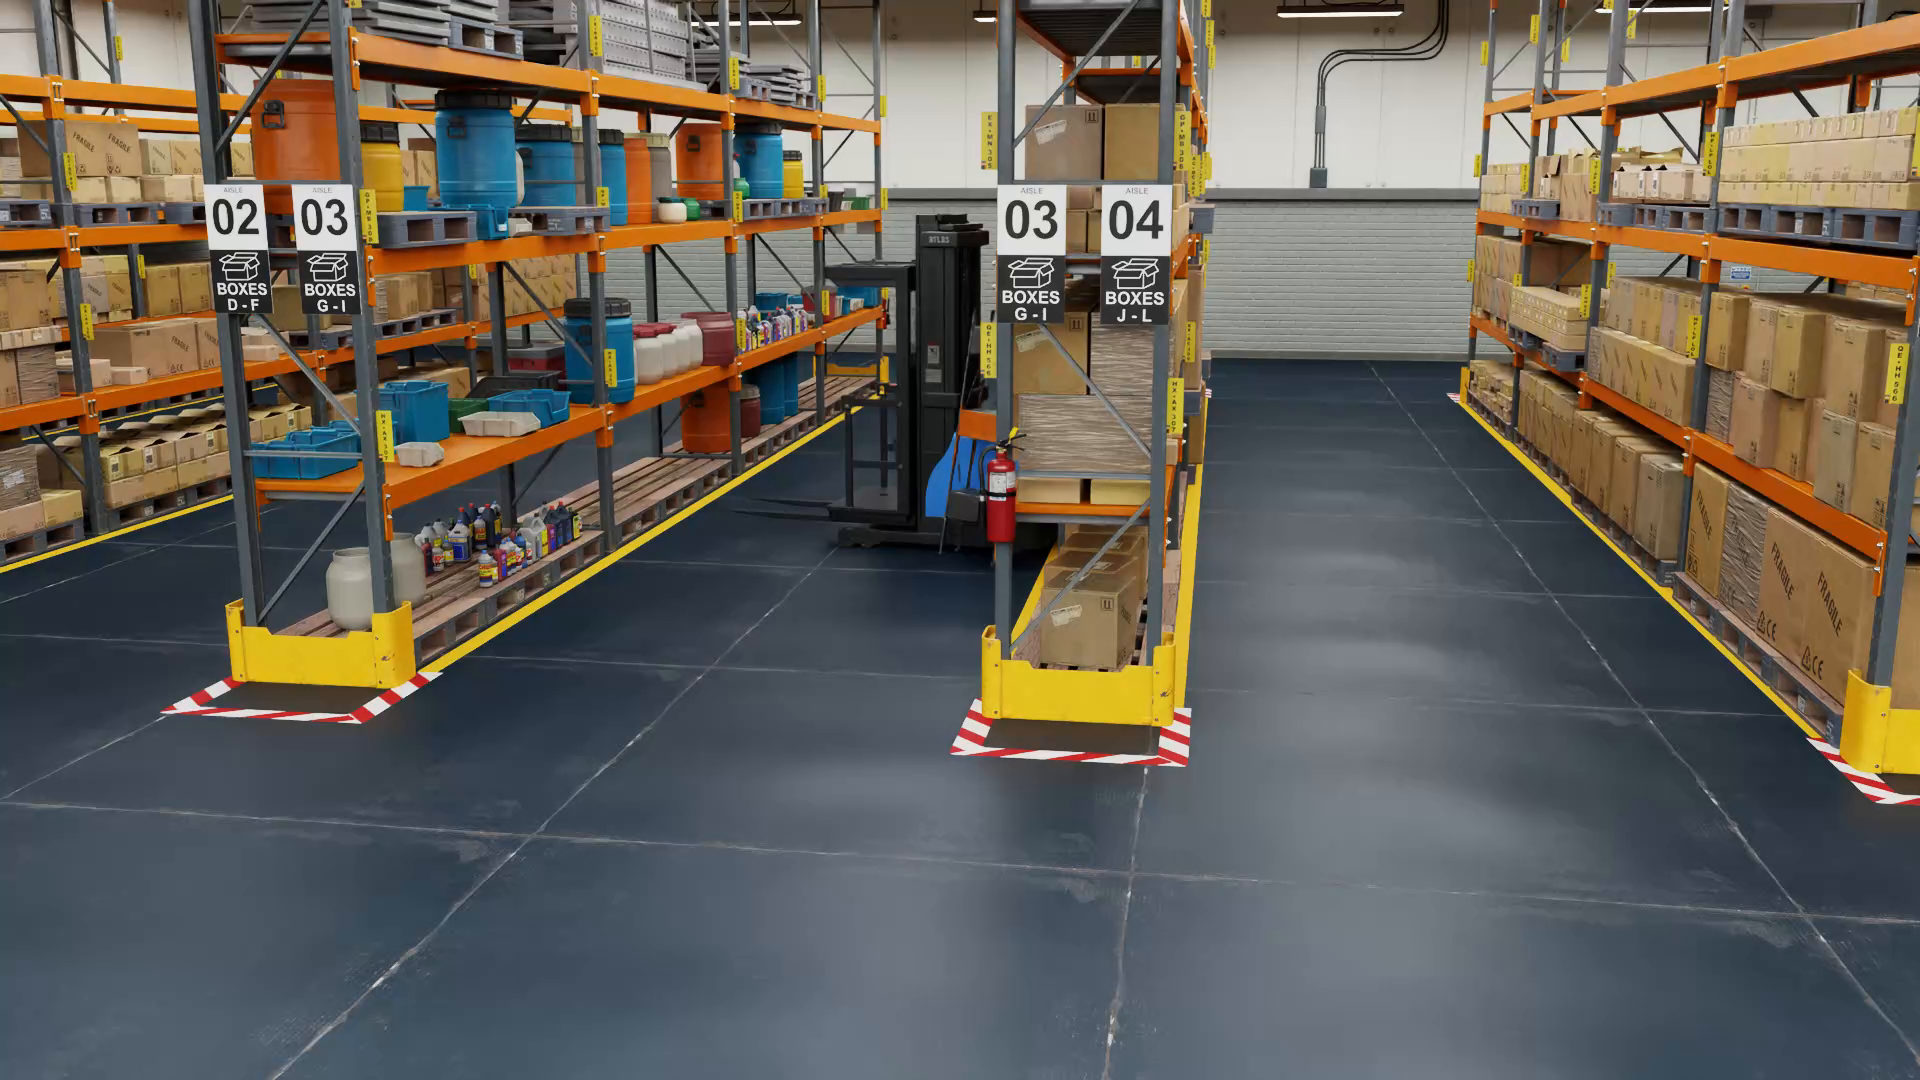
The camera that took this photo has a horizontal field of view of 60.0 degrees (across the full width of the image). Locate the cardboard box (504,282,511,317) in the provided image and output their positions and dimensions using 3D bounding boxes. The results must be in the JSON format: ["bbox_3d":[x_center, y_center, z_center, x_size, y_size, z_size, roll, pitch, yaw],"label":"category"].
[{"bbox_3d":[-6.802,-3.451,23.904,0.500,0.500,0.500,2,12,10],"label":"cardboard box"}]

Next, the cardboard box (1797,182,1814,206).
[{"bbox_3d":[5.554,-2.192,10.541,0.380,0.149,0.250,2,12,9],"label":"cardboard box"}]

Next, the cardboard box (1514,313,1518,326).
[{"bbox_3d":[6.896,-2.652,20.034,0.380,0.149,0.250,2,12,10],"label":"cardboard box"}]

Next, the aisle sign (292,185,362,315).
[{"bbox_3d":[-3.899,-1.785,10.241,0.394,0.787,0.004,2,12,9],"label":"aisle sign"}]

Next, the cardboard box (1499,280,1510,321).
[{"bbox_3d":[7.324,-3.106,21.601,0.500,0.500,0.500,2,12,7],"label":"cardboard box"}]

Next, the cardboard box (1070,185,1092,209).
[{"bbox_3d":[0.607,-2.084,10.090,0.380,0.149,0.250,1,12,7],"label":"cardboard box"}]

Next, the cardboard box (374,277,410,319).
[{"bbox_3d":[-7.436,-3.082,21.197,0.700,0.500,0.500,-1,12,-6],"label":"cardboard box"}]

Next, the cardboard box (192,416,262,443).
[{"bbox_3d":[-7.832,-1.170,17.757,0.500,0.311,0.500,2,12,8],"label":"cardboard box"}]

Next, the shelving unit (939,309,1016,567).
[{"bbox_3d":[0.277,-0.869,14.113,0.503,2.100,0.431,13,11,23],"label":"shelving unit"}]

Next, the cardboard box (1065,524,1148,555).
[{"bbox_3d":[1.150,0.007,13.032,0.500,0.500,0.500,6,14,27],"label":"cardboard box"}]

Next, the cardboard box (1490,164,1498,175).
[{"bbox_3d":[7.579,-5.142,23.092,0.380,0.149,0.250,2,12,9],"label":"cardboard box"}]

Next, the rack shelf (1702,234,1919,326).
[{"bbox_3d":[5.910,-1.727,10.732,1.077,0.370,4.000,2,12,9],"label":"rack shelf"}]

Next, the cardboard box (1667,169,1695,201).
[{"bbox_3d":[6.190,-2.940,13.775,0.500,0.250,0.500,2,12,8],"label":"cardboard box"}]

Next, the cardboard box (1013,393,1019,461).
[{"bbox_3d":[0.787,-0.794,10.870,0.875,0.500,0.500,2,12,9],"label":"cardboard box"}]

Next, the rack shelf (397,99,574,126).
[{"bbox_3d":[-6.918,-6.193,24.344,1.077,0.370,4.000,2,12,9],"label":"rack shelf"}]

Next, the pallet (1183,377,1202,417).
[{"bbox_3d":[1.593,-1.271,14.484,1.003,0.211,1.213,2,12,9],"label":"pallet"}]

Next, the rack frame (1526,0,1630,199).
[{"bbox_3d":[7.448,-5.627,20.000,1.000,3.000,0.127,2,12,9],"label":"rack frame"}]

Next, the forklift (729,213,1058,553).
[{"bbox_3d":[-0.602,-1.469,15.108,3.031,2.935,1.130,3,13,15],"label":"forklift"}]

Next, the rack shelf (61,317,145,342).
[{"bbox_3d":[-12.428,-2.589,21.853,1.077,0.370,4.000,2,12,9],"label":"rack shelf"}]

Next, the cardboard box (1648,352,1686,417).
[{"bbox_3d":[6.111,-1.300,13.926,0.500,0.500,0.500,2,12,8],"label":"cardboard box"}]

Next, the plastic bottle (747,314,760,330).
[{"bbox_3d":[-2.490,-2.558,20.117,0.144,0.351,0.185,2,12,9],"label":"plastic bottle"}]

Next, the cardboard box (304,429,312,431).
[{"bbox_3d":[-7.681,-1.109,18.805,0.500,0.250,0.500,2,12,10],"label":"cardboard box"}]

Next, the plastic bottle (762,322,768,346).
[{"bbox_3d":[-2.338,-2.465,19.847,0.061,0.283,0.133,2,12,9],"label":"plastic bottle"}]

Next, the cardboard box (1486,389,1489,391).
[{"bbox_3d":[7.583,-2.025,23.296,0.380,0.149,0.250,2,12,9],"label":"cardboard box"}]

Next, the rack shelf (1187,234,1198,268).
[{"bbox_3d":[1.640,-2.742,15.439,1.077,0.370,4.000,2,12,9],"label":"rack shelf"}]

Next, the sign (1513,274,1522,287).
[{"bbox_3d":[6.911,-3.133,20.615,0.100,0.325,0.005,2,12,9],"label":"sign"}]

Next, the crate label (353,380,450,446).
[{"bbox_3d":[-4.161,-0.948,12.443,0.502,0.435,0.616,2,12,9],"label":"crate label"}]

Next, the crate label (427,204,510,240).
[{"bbox_3d":[-3.563,-2.311,12.086,0.502,0.251,0.408,2,12,9],"label":"crate label"}]

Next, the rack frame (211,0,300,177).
[{"bbox_3d":[-7.841,-5.298,18.472,1.000,3.000,0.127,2,12,9],"label":"rack frame"}]

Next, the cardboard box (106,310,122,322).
[{"bbox_3d":[-11.908,-3.112,23.117,0.380,0.149,0.250,2,12,10],"label":"cardboard box"}]

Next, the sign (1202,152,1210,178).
[{"bbox_3d":[3.100,-4.733,20.999,0.100,0.325,0.005,2,12,9],"label":"sign"}]

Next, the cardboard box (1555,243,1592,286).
[{"bbox_3d":[7.758,-3.463,20.884,0.500,0.500,0.500,2,12,10],"label":"cardboard box"}]

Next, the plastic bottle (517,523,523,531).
[{"bbox_3d":[-3.561,-0.006,13.560,0.061,0.283,0.133,2,12,9],"label":"plastic bottle"}]

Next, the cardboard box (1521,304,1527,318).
[{"bbox_3d":[6.816,-2.693,19.520,0.380,0.149,0.250,1,12,6],"label":"cardboard box"}]

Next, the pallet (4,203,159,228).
[{"bbox_3d":[-8.333,-3.089,15.798,0.805,0.209,1.217,1,12,6],"label":"pallet"}]

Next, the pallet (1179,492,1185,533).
[{"bbox_3d":[1.636,-0.264,15.975,1.003,0.211,1.213,2,12,9],"label":"pallet"}]

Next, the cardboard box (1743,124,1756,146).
[{"bbox_3d":[5.748,-2.846,11.684,0.380,0.149,0.250,2,12,8],"label":"cardboard box"}]

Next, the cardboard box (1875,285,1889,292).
[{"bbox_3d":[12.395,-3.515,21.831,0.500,0.500,0.500,2,12,9],"label":"cardboard box"}]

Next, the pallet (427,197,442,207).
[{"bbox_3d":[-7.395,-4.439,22.052,1.213,0.211,1.003,2,12,9],"label":"pallet"}]

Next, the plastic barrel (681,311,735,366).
[{"bbox_3d":[-2.719,-2.164,17.848,0.600,0.536,0.708,2,12,9],"label":"plastic barrel"}]

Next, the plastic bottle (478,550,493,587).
[{"bbox_3d":[-3.590,0.213,12.574,0.097,0.271,0.097,0,12,0],"label":"plastic bottle"}]

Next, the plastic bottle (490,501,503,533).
[{"bbox_3d":[-4.044,-0.200,14.491,0.097,0.271,0.097,0,12,0],"label":"plastic bottle"}]

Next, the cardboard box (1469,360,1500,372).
[{"bbox_3d":[7.647,-2.531,24.234,0.380,0.149,0.250,1,12,6],"label":"cardboard box"}]

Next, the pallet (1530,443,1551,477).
[{"bbox_3d":[7.144,-0.914,18.991,1.003,0.211,1.213,2,12,9],"label":"pallet"}]

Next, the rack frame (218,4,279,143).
[{"bbox_3d":[-11.506,-7.123,26.941,1.000,3.000,0.127,2,12,9],"label":"rack frame"}]

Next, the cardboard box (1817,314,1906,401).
[{"bbox_3d":[5.911,-1.103,10.329,0.875,0.550,0.550,2,12,9],"label":"cardboard box"}]

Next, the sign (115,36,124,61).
[{"bbox_3d":[-11.583,-6.770,22.900,0.100,0.325,0.005,2,12,9],"label":"sign"}]

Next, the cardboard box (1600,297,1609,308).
[{"bbox_3d":[7.296,-2.598,18.374,0.380,0.149,0.250,2,12,10],"label":"cardboard box"}]

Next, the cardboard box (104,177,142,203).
[{"bbox_3d":[-8.270,-3.373,16.021,0.500,0.250,0.500,1,12,3],"label":"cardboard box"}]

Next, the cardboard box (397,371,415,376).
[{"bbox_3d":[-7.612,-1.987,22.237,0.500,0.500,0.500,2,12,9],"label":"cardboard box"}]

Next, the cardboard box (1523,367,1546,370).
[{"bbox_3d":[8.120,-2.351,23.395,0.380,0.149,0.250,1,12,6],"label":"cardboard box"}]

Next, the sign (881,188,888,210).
[{"bbox_3d":[-1.170,-5.270,25.711,0.100,0.325,0.005,2,12,9],"label":"sign"}]

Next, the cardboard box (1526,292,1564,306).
[{"bbox_3d":[6.774,-2.784,19.234,0.380,0.149,0.250,2,12,8],"label":"cardboard box"}]
